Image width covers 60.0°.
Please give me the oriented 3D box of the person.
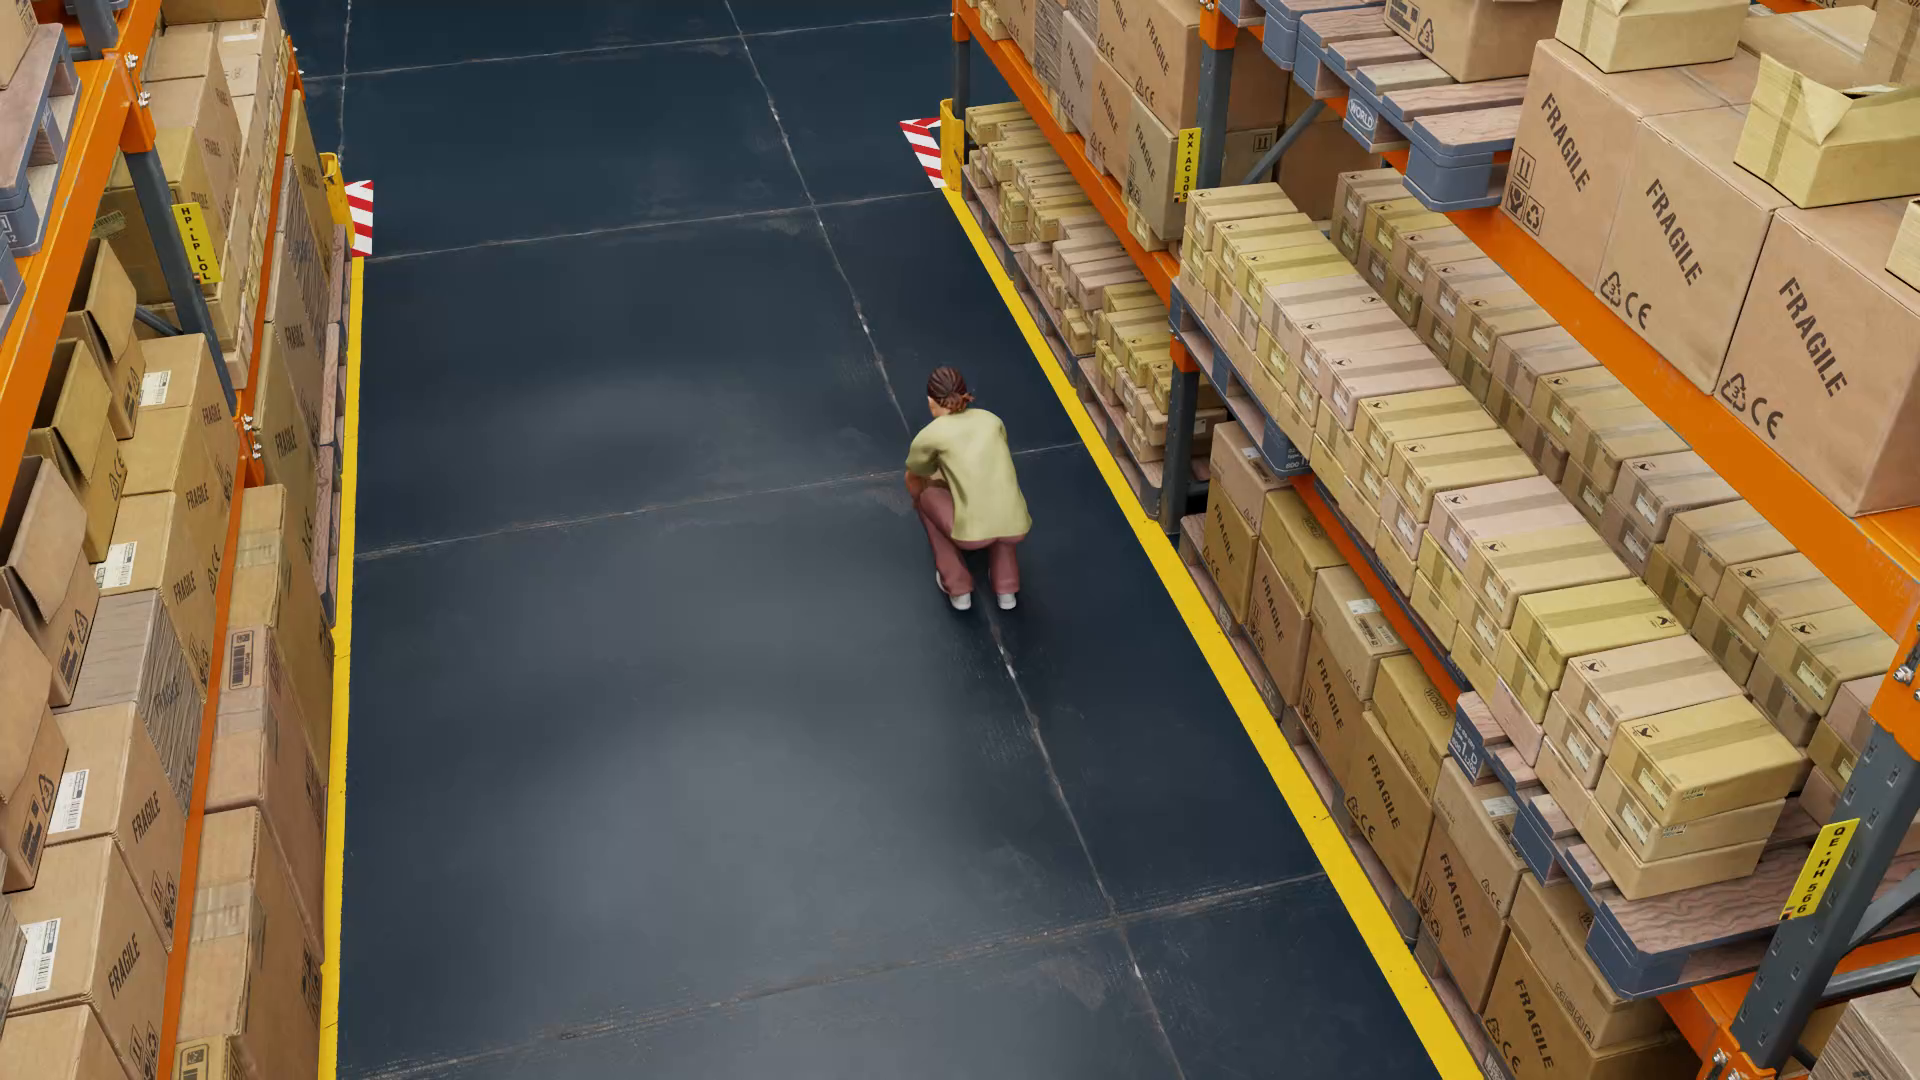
[{"bbox_3d":[0.030,-0.194,7.485,0.497,1.028,0.763,-10,39,-12],"label":"person"}]
